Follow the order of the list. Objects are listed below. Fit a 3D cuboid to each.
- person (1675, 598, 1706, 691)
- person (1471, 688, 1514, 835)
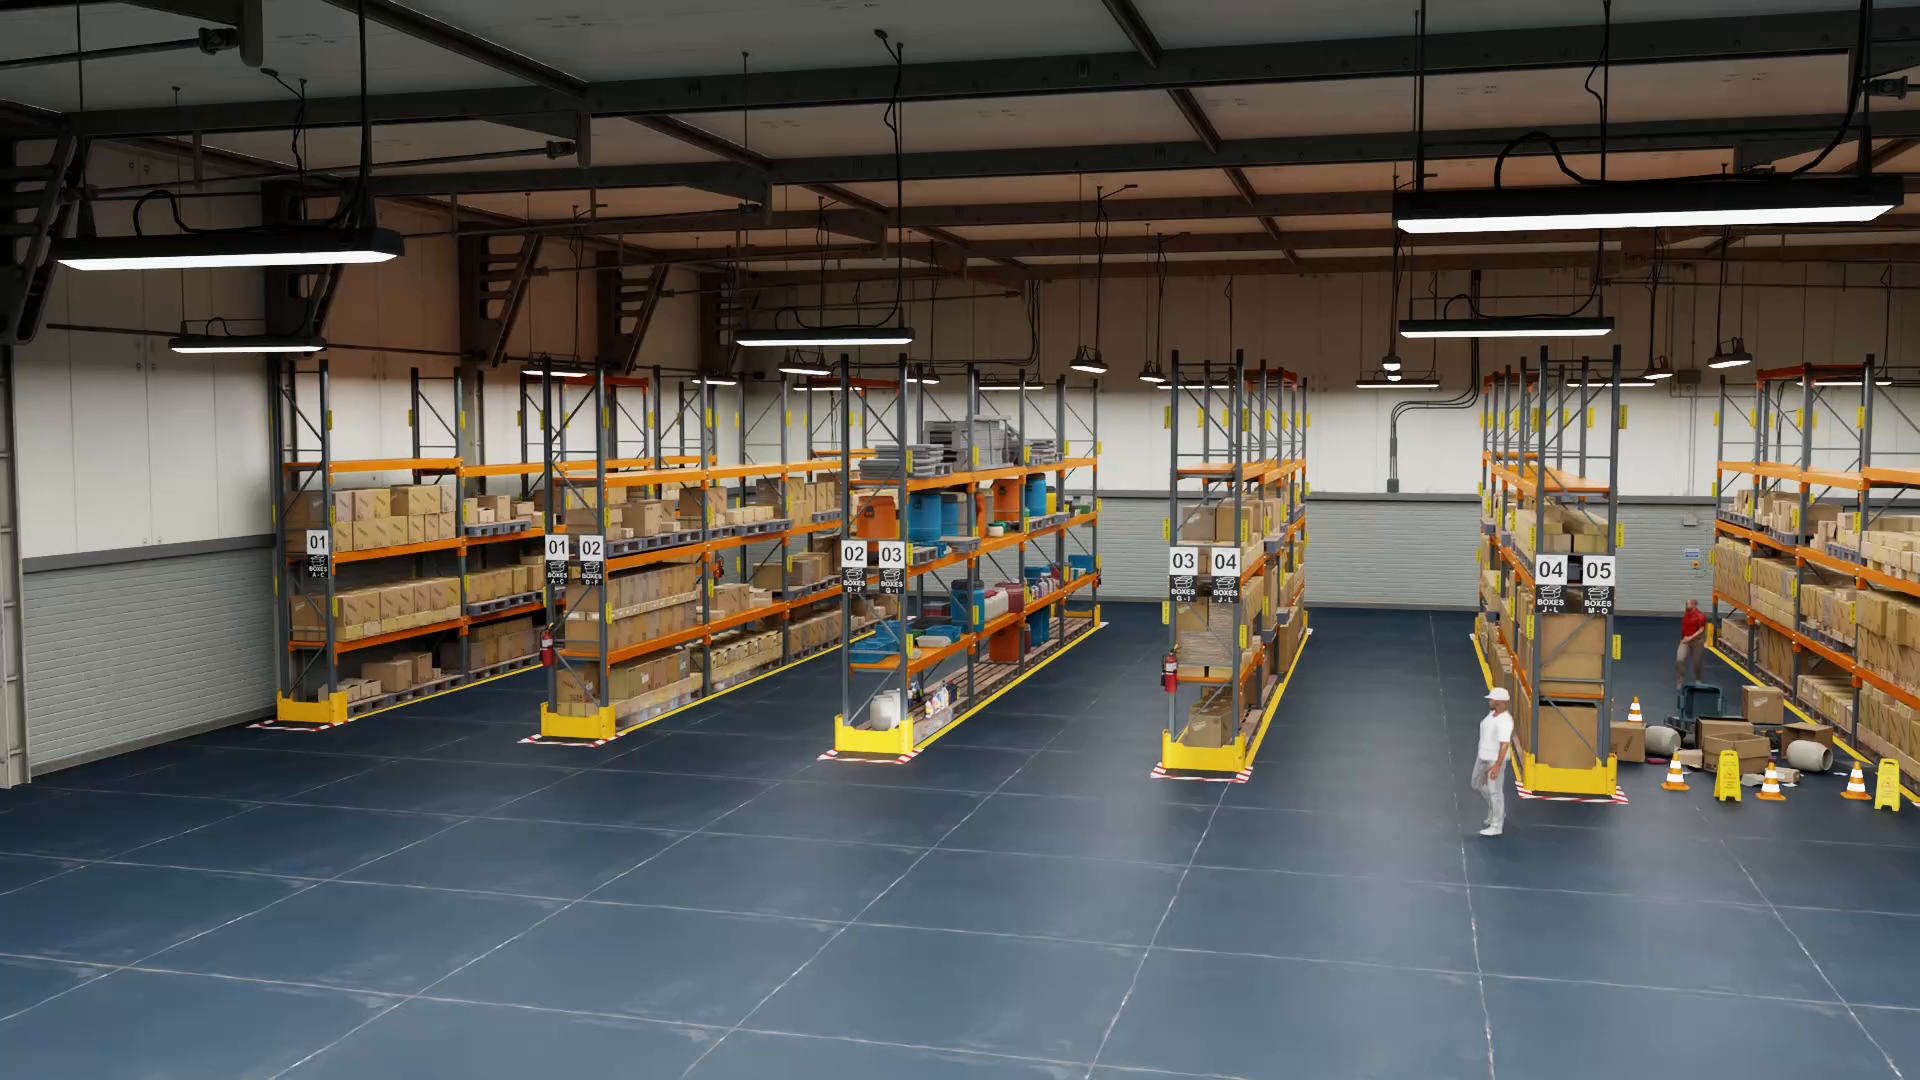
[{"bbox_3d":[13.683,1.963,31.031,0.489,1.764,0.881,4,6,44],"label":"person"},{"bbox_3d":[6.469,2.660,20.193,0.502,1.764,0.661,-1,4,-9],"label":"person"}]
